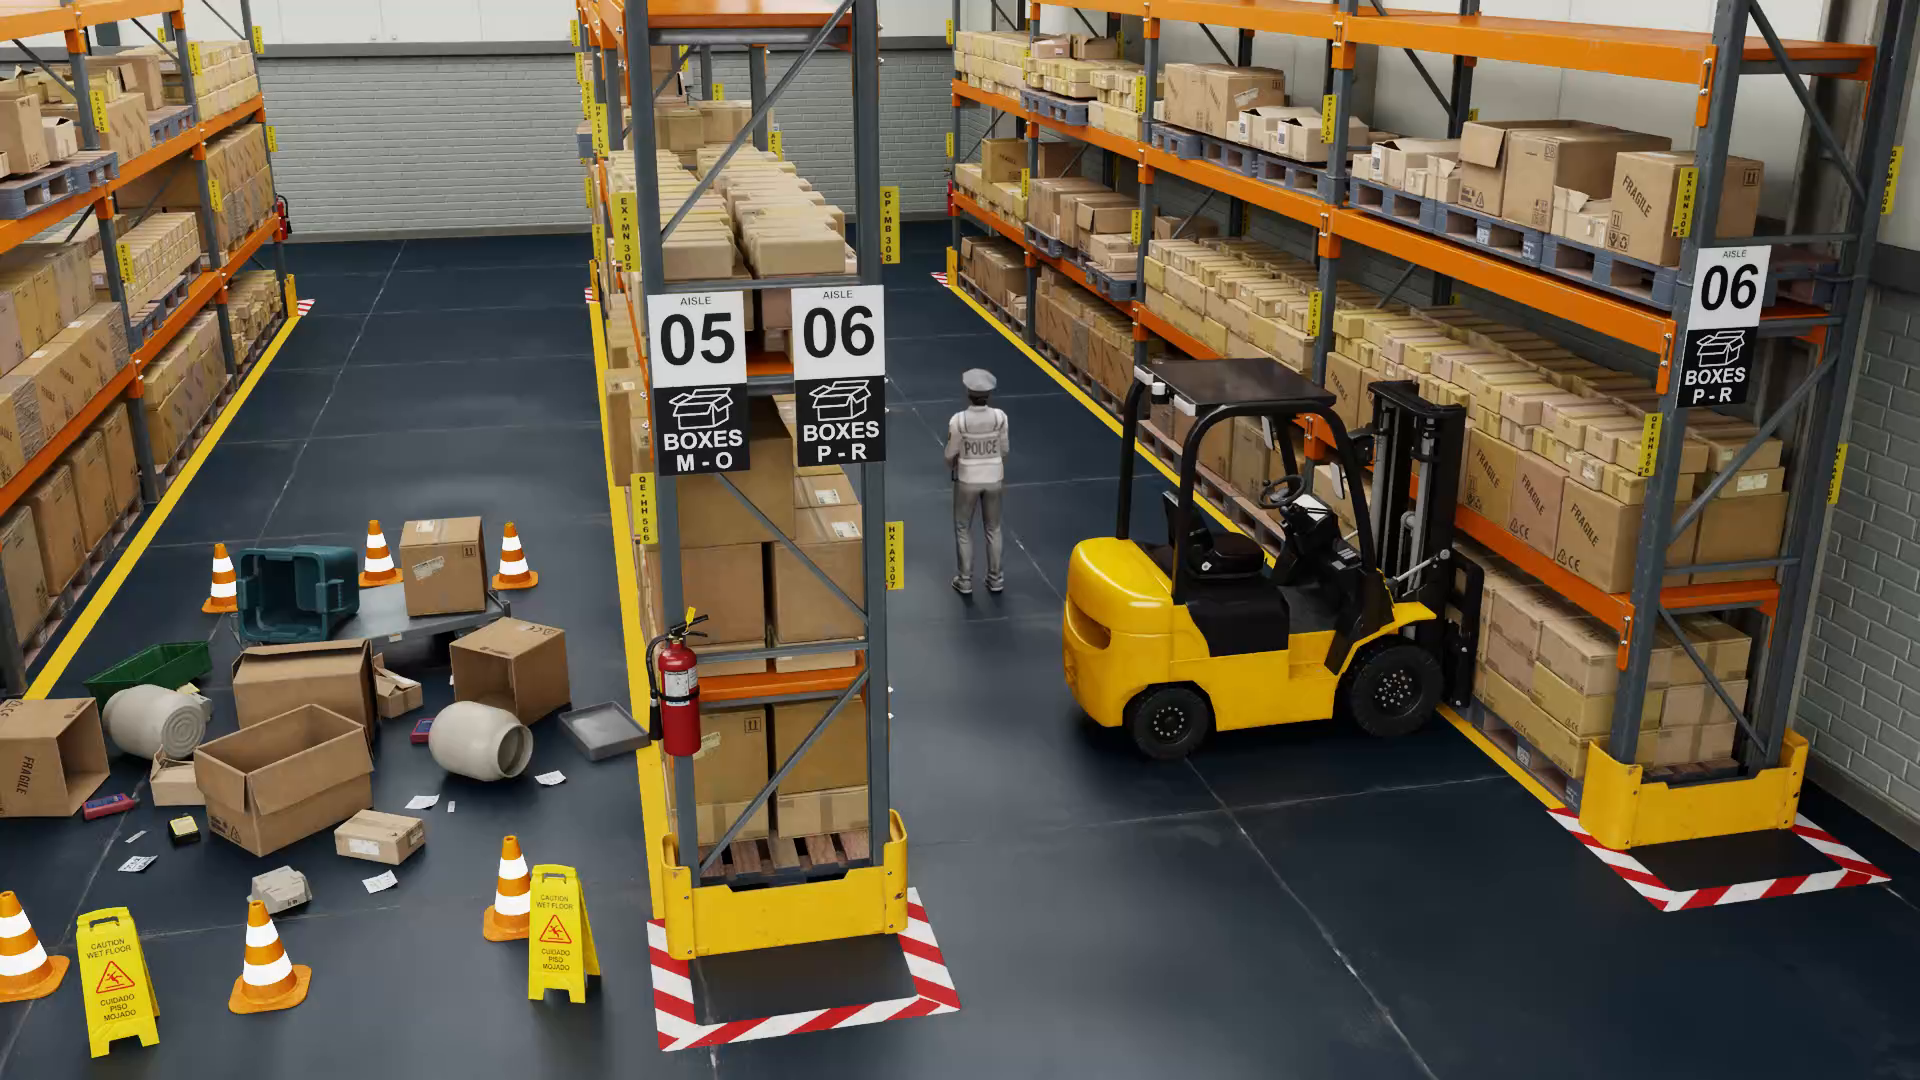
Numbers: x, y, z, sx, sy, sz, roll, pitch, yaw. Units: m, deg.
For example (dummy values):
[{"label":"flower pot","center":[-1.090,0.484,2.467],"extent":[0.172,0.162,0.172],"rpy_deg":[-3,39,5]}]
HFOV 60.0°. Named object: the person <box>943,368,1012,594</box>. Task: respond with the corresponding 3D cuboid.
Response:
[{"label":"person","center":[0.125,-0.416,12.218],"extent":[0.511,1.668,0.360],"rpy_deg":[-5,20,-14]}]
